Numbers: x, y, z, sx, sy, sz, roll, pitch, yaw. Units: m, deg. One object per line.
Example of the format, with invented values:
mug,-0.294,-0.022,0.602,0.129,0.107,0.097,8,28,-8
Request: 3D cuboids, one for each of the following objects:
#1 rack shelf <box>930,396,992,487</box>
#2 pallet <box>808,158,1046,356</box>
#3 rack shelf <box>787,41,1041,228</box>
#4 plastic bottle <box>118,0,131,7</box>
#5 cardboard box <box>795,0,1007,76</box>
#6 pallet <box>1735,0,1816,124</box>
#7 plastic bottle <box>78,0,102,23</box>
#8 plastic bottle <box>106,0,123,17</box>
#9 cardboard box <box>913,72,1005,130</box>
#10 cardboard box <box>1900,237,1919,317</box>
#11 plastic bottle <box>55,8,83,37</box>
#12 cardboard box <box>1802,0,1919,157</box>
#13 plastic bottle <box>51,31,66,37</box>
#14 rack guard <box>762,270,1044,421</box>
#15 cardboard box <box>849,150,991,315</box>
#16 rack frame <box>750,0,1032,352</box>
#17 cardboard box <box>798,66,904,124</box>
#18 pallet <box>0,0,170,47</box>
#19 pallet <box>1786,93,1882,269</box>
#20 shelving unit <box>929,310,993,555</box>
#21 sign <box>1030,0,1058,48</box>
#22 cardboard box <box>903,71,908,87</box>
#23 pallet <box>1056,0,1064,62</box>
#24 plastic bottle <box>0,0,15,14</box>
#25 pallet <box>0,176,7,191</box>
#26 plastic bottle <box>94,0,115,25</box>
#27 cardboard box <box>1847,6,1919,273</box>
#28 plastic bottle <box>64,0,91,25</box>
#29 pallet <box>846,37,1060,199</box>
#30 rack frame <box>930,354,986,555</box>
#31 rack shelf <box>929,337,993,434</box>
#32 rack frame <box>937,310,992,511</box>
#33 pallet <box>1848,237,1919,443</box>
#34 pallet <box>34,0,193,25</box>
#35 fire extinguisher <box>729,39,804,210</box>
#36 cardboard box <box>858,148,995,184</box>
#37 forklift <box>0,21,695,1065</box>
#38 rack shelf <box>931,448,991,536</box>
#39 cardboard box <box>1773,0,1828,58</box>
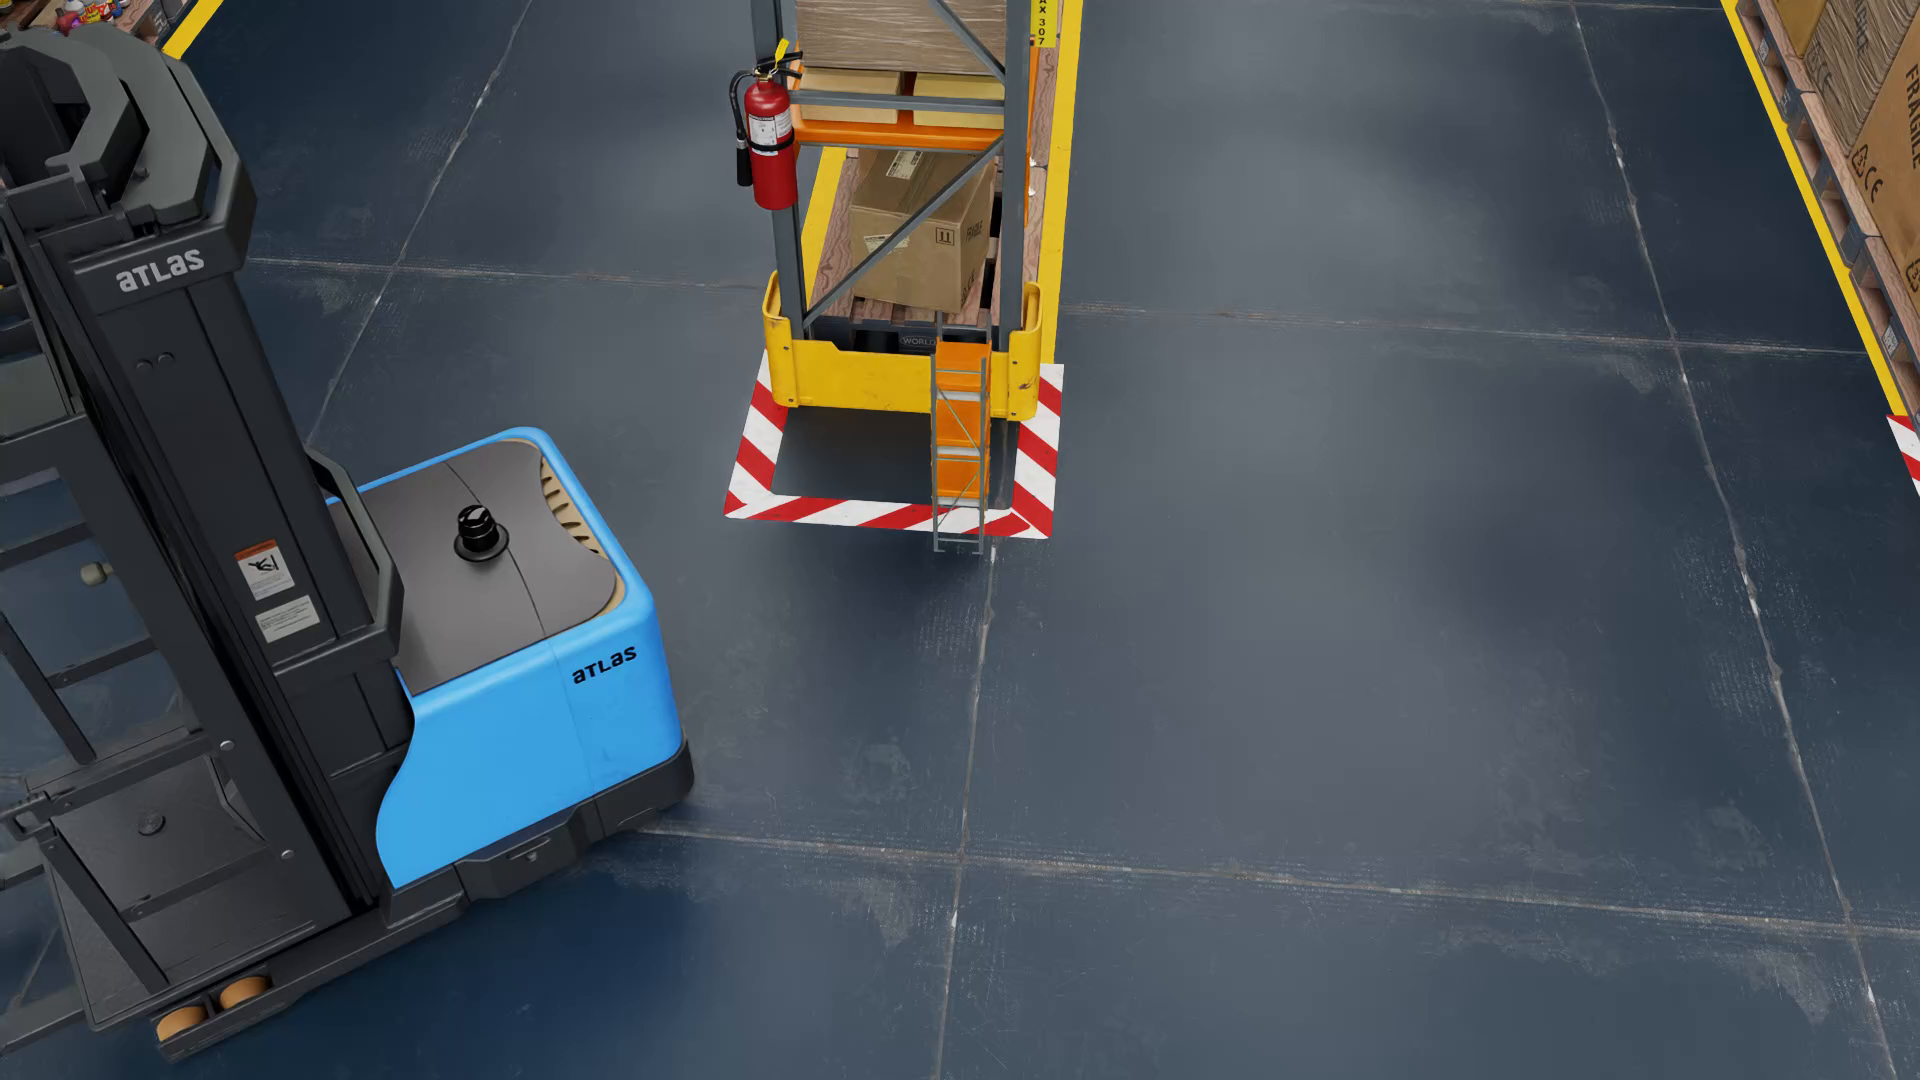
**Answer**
rack shelf,0.005,-0.386,6.432,0.215,0.259,0.240,4,48,4
pallet,-0.129,-1.346,7.864,1.003,0.211,1.213,4,48,4
rack shelf,-0.063,-2.863,7.850,1.077,0.370,4.000,4,48,4
plastic bottle,-4.633,-3.034,9.117,0.097,0.201,0.097,0,48,0
cardboard box,-0.167,-2.173,6.461,0.875,0.500,0.500,4,48,4
pallet,4.903,-2.673,9.078,1.003,0.211,1.213,4,48,4
plastic bottle,-4.661,-2.834,8.886,0.097,0.271,0.097,0,48,0
plastic bottle,-4.643,-2.983,9.022,0.097,0.271,0.097,0,48,0
cardboard box,0.019,-1.745,6.510,0.380,0.149,0.250,4,48,4
cardboard box,4.681,-1.156,6.956,0.875,0.875,0.875,4,48,4
plastic bottle,-4.663,-2.678,8.735,0.061,0.283,0.133,5,48,4
cardboard box,4.844,-2.473,8.160,0.875,0.875,0.875,4,48,4
plastic bottle,-4.692,-2.561,8.684,0.097,0.201,0.097,0,48,0
rack guard,-0.238,-0.849,7.213,1.175,0.500,0.348,4,48,4
cardboard box,-0.171,-1.392,7.426,0.500,0.500,0.500,12,49,11
rack frame,-0.245,-1.637,6.240,1.000,3.000,0.127,4,48,4
cardboard box,-0.424,-1.775,6.537,0.380,0.149,0.250,4,48,4
pallet,-5.024,-2.578,8.991,1.003,0.211,1.213,4,48,4
pallet,4.794,-1.774,8.256,1.003,0.211,1.213,4,48,4
shelving unit,0.005,-0.394,6.424,0.215,1.050,0.252,4,48,4
sign,0.296,-1.892,5.887,0.100,0.325,0.005,4,48,4
cardboard box,-0.401,-1.959,6.705,0.380,0.149,0.250,4,48,4
pallet,0.094,-3.139,9.504,1.003,0.211,1.213,4,48,4
plastic bottle,-5.248,-2.984,9.071,0.097,0.201,0.097,0,48,0
pallet,-5.138,-1.684,8.173,1.003,0.211,1.213,4,48,4
plastic bottle,-4.652,-2.883,8.978,0.097,0.201,0.097,0,48,0
cardboard box,4.759,-1.803,7.547,0.875,0.875,0.875,3,48,3
plastic bottle,-4.670,-2.760,8.819,0.097,0.271,0.097,0,48,0
pallet,-0.015,-2.240,8.682,1.003,0.211,1.213,4,48,4
rack frame,-0.006,-0.304,6.342,0.200,1.050,0.008,4,48,4
rack shelf,0.005,-0.578,6.223,0.215,0.259,0.240,4,48,4
rack frame,0.016,-0.483,6.506,0.200,1.050,0.008,4,48,4
pallet,4.680,-0.880,7.438,1.003,0.211,1.213,4,48,4
pallet,-4.915,-3.477,9.813,1.003,0.211,1.213,4,48,4
fire extinguisher,-0.714,-1.557,6.220,0.296,0.674,0.183,4,48,4
cardboard box,-0.151,-1.834,7.830,0.500,0.500,0.500,15,49,14
forklift,-2.466,0.196,4.611,3.031,2.935,1.130,-24,52,-21
rack shelf,0.005,-0.199,6.637,0.215,0.259,0.240,4,48,4
cardboard box,4.923,-3.135,8.766,0.875,0.875,0.875,5,48,4
